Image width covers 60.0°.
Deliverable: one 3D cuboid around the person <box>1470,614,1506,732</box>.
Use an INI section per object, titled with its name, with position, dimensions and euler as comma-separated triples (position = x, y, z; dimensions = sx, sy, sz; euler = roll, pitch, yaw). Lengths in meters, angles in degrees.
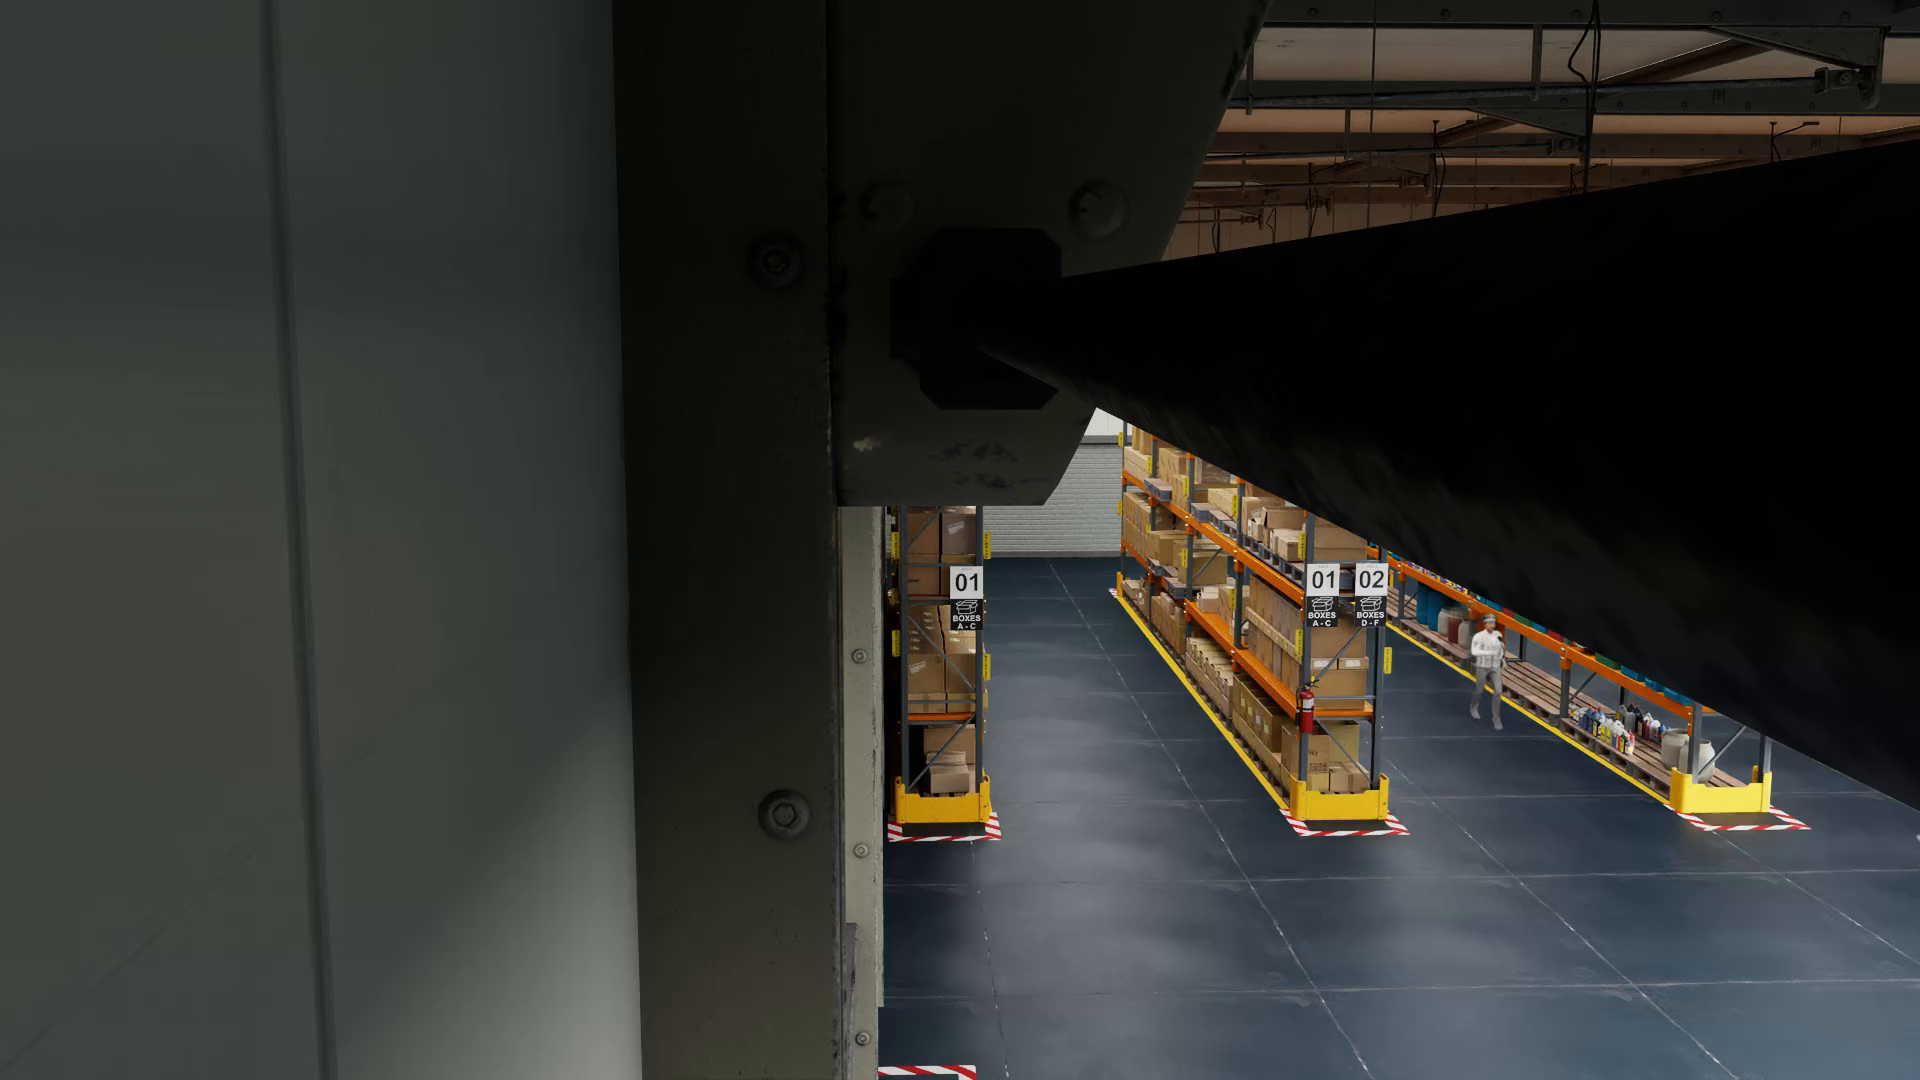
[person]
position = 7.992, 1.956, 25.167
dimensions = 0.590, 1.736, 0.824
euler = 0, 8, -2
